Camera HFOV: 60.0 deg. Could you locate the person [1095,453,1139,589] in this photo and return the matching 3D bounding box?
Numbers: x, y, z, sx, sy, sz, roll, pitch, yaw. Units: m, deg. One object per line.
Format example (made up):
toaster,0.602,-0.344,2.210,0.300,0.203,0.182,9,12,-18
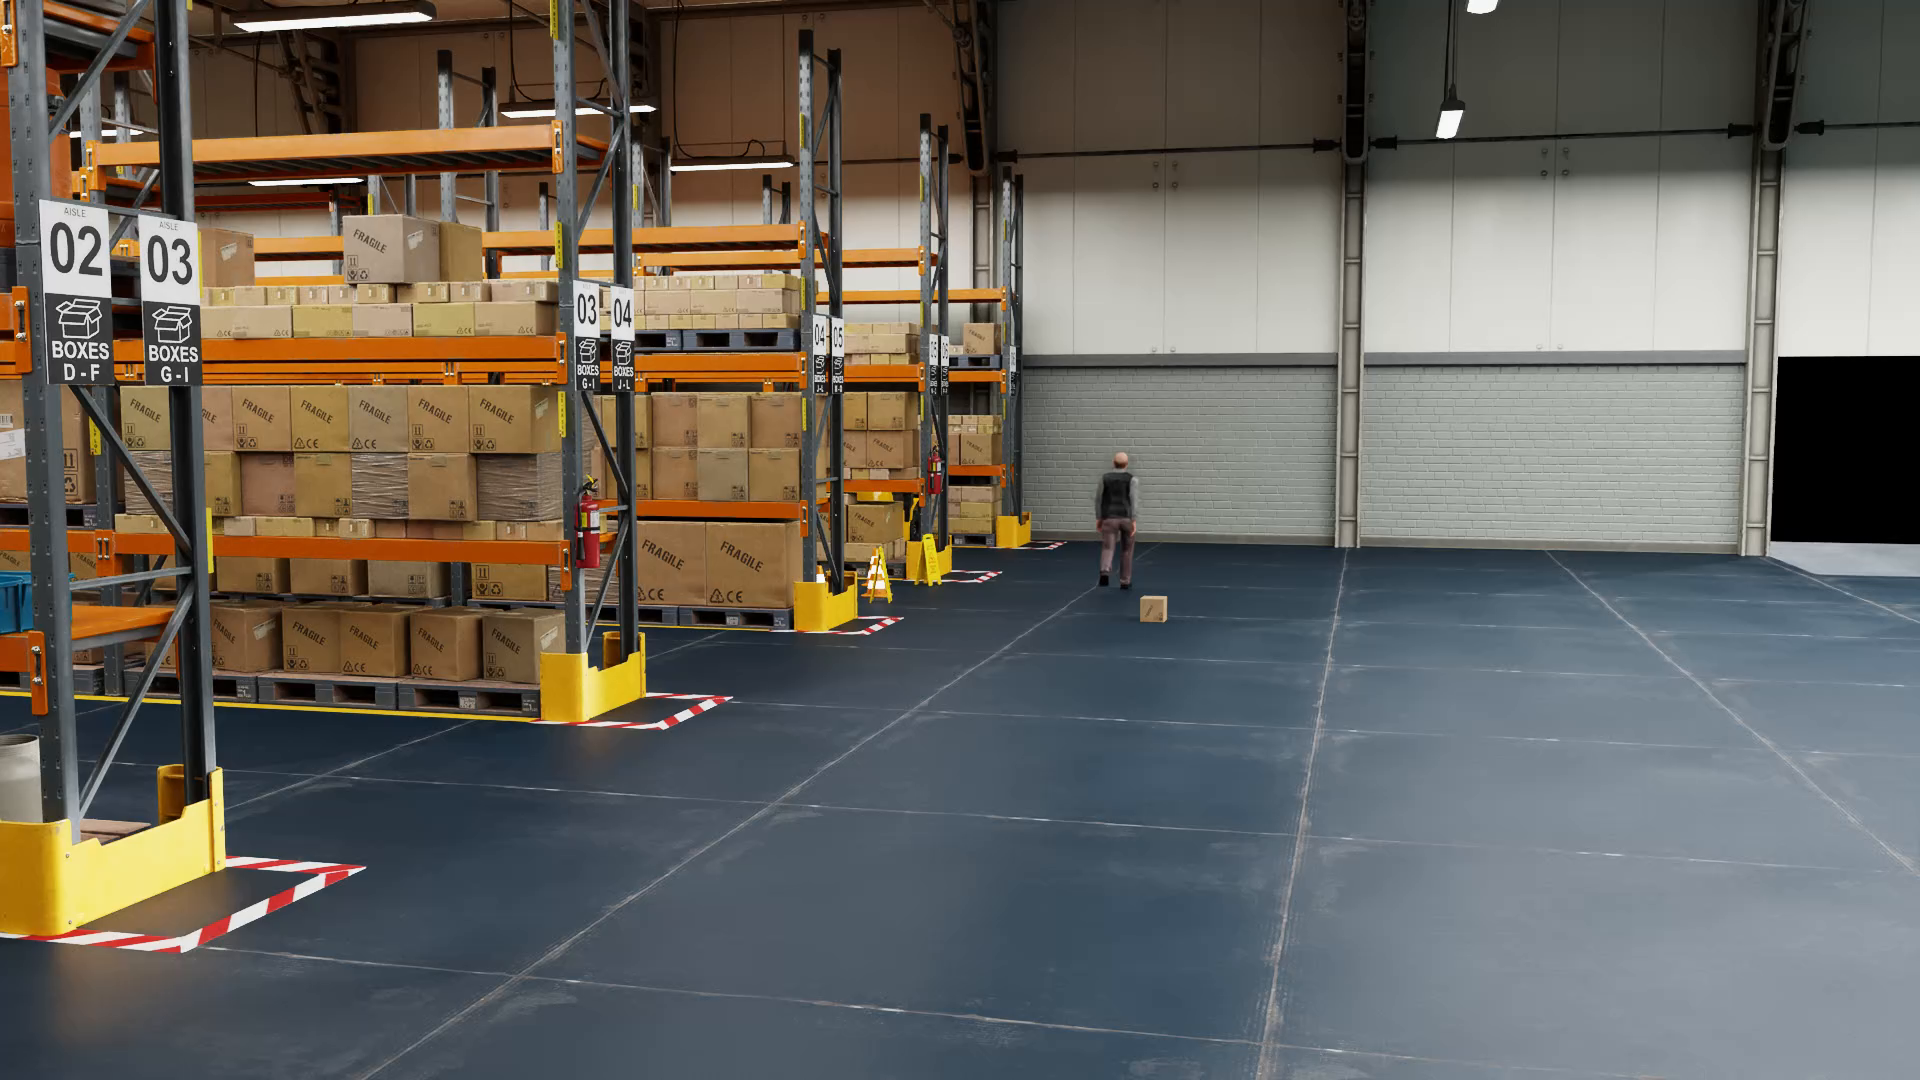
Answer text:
person,1.908,-0.221,20.290,0.548,1.687,0.926,1,5,11
